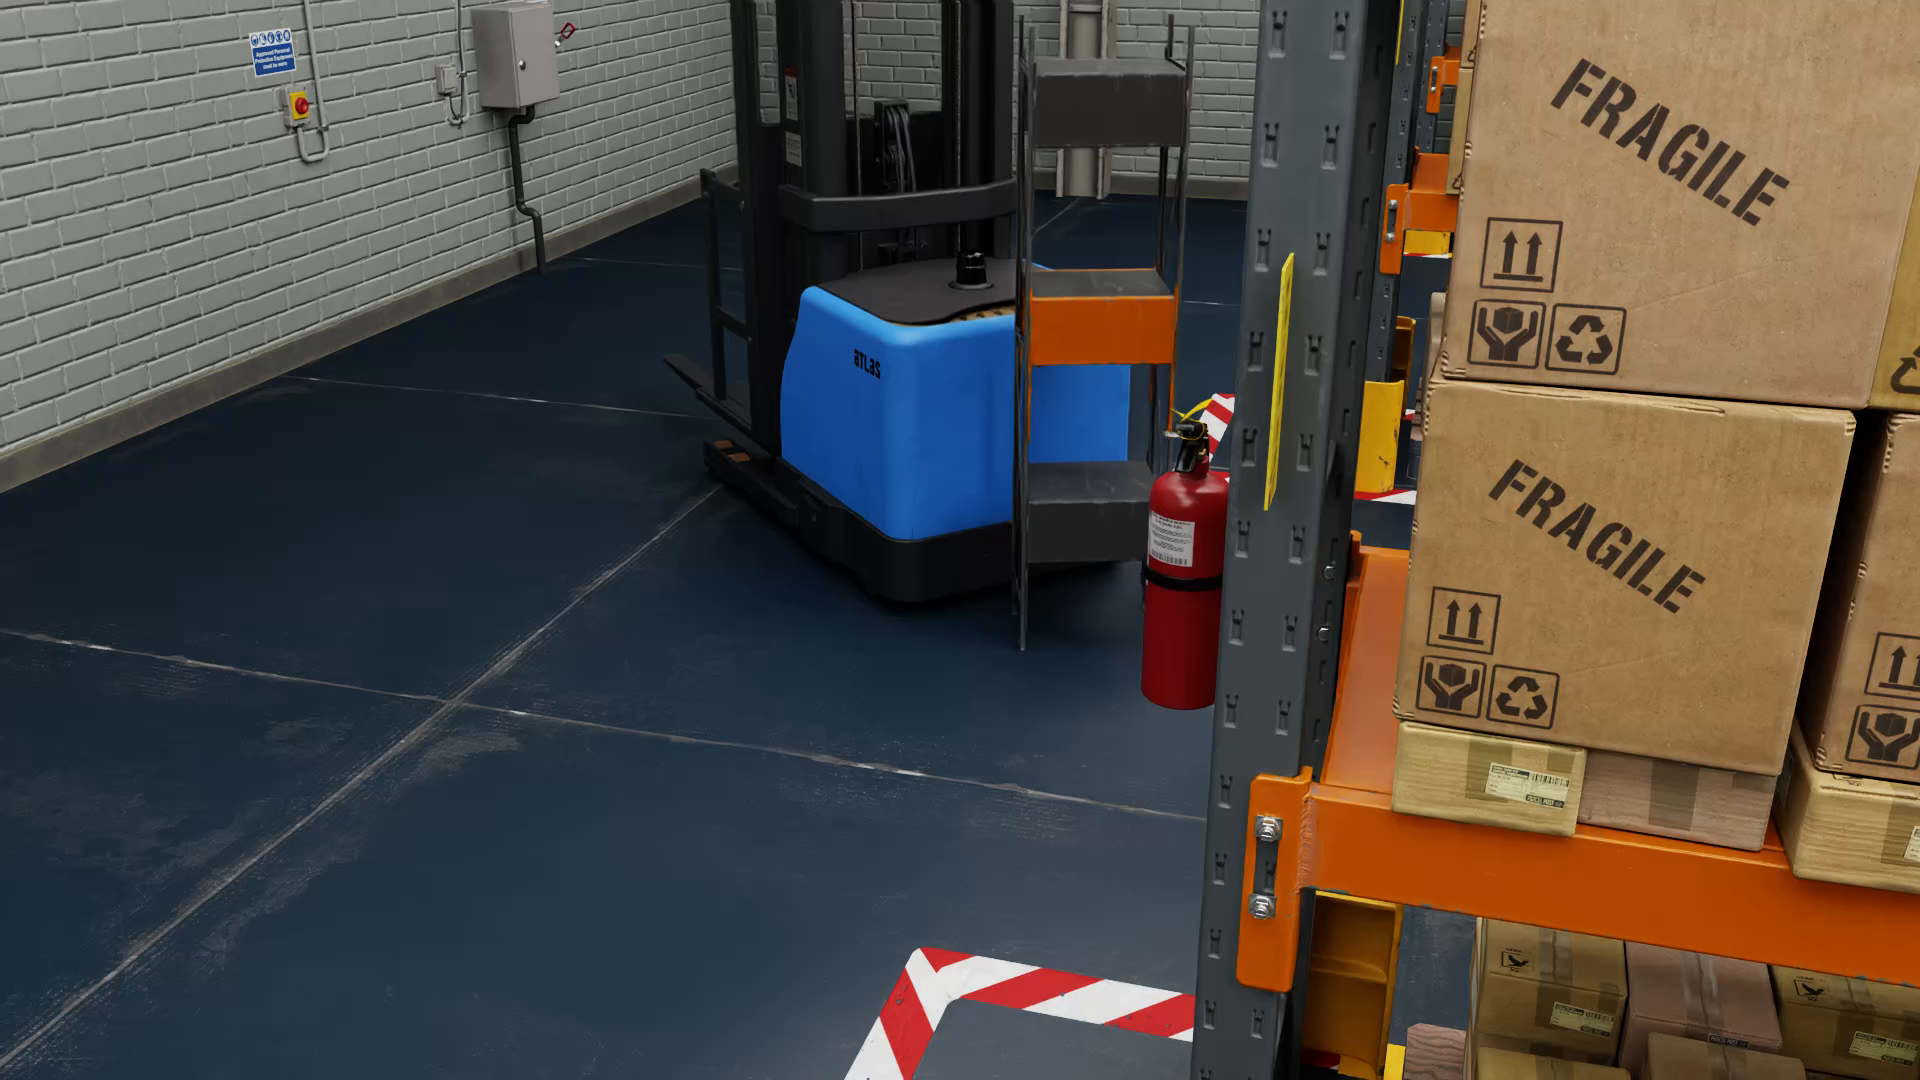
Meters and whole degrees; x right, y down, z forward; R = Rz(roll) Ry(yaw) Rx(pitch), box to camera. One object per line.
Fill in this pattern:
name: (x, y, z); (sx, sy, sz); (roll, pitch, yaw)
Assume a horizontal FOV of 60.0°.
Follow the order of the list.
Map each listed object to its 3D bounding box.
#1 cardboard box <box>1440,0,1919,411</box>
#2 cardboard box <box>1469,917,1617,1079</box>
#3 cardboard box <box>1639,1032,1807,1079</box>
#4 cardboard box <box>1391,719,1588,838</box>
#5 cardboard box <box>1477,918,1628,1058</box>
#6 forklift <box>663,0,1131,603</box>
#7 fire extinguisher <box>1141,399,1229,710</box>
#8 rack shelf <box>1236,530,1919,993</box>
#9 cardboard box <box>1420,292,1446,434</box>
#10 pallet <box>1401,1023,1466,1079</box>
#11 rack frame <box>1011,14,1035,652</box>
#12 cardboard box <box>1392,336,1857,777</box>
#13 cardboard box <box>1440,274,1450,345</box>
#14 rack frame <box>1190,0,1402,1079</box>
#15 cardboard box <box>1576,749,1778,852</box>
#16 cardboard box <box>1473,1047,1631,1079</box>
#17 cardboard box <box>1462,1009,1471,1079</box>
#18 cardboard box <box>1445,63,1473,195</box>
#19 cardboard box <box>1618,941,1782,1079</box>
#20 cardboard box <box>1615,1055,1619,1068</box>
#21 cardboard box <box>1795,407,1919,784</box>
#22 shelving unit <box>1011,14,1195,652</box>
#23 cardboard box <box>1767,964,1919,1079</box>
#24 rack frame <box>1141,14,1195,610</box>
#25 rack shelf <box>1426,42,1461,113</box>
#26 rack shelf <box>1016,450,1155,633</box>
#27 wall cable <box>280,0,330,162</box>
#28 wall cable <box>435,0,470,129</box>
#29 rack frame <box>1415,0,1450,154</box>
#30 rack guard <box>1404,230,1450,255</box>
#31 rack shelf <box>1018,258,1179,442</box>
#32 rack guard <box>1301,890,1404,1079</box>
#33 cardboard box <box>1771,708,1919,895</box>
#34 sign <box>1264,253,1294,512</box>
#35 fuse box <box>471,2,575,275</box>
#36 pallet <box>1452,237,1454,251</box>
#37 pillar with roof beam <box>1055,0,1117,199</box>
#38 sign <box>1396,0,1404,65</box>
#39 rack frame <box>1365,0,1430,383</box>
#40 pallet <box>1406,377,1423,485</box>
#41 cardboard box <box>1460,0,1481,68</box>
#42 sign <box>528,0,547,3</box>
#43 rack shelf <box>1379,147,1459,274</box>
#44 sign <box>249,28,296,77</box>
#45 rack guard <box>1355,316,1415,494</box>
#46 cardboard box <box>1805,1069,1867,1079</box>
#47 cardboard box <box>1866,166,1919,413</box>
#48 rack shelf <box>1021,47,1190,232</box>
cardboard box: (0.928, -0.503, 2.202); (0.500, 0.500, 0.500); (6, 23, 15)
cardboard box: (1.162, 0.939, 3.339); (0.250, 0.149, 0.380); (6, 23, 14)
cardboard box: (1.277, 1.015, 2.763); (0.250, 0.149, 0.380); (7, 23, 16)
cardboard box: (0.790, 0.269, 2.493); (0.250, 0.149, 0.380); (6, 23, 15)
cardboard box: (1.155, 0.813, 3.254); (0.250, 0.149, 0.380); (7, 23, 16)
forklift: (-0.494, -1.647, 6.923); (1.130, 2.935, 3.031); (-12, 25, -26)
fire extinguisher: (0.467, 0.011, 3.384); (0.183, 0.674, 0.296); (7, 23, 16)
rack shelf: (2.489, 0.550, 2.424); (4.000, 0.370, 1.077); (7, 23, 16)
cardboard box: (2.568, -0.784, 7.552); (0.875, 0.438, 0.875); (6, 23, 14)
pallet: (1.415, 1.398, 3.083); (1.213, 0.211, 1.003); (7, 23, 16)
rack frame: (0.209, -0.655, 5.601); (0.015, 2.100, 0.400); (-1, 22, -3)
cardboard box: (0.924, -0.036, 2.382); (0.500, 0.500, 0.500); (8, 24, 18)
cardboard box: (1.079, -0.230, 2.855); (0.500, 0.500, 0.500); (7, 23, 17)
rack frame: (0.574, -0.002, 2.822); (0.127, 3.000, 1.000); (7, 23, 16)
cardboard box: (1.046, 0.282, 2.462); (0.250, 0.149, 0.380); (7, 23, 17)
cardboard box: (0.978, 1.028, 2.730); (0.250, 0.149, 0.380); (5, 23, 13)
cardboard box: (1.139, 1.105, 3.328); (0.250, 0.149, 0.380); (7, 23, 16)
cardboard box: (2.284, -1.701, 6.832); (0.500, 0.500, 0.500); (6, 23, 15)
cardboard box: (1.378, 0.862, 3.136); (0.250, 0.149, 0.380); (7, 23, 17)
cardboard box: (1.397, 0.988, 3.221); (0.250, 0.149, 0.380); (6, 23, 14)
cardboard box: (1.444, 0.013, 2.262); (0.500, 0.500, 0.500); (7, 23, 16)
shelving unit: (0.452, -0.660, 5.613); (0.503, 2.100, 0.431); (-1, 22, -3)
cardboard box: (1.663, 0.844, 3.179); (0.250, 0.149, 0.380); (6, 23, 14)
rack frame: (0.696, -0.665, 5.625); (0.015, 2.100, 0.400); (-1, 22, -3)
rack shelf: (5.253, -3.063, 11.233); (4.000, 0.370, 1.077); (7, 23, 16)
rack shelf: (0.452, 0.000, 5.884); (0.480, 0.518, 0.431); (-1, 22, -3)
wall cable: (-3.498, -2.906, 8.521); (0.123, 1.953, 0.585); (7, 23, 16)
wall cable: (-3.099, -3.408, 9.786); (0.122, 1.984, 0.588); (7, 23, 16)
rack frame: (3.338, -3.615, 11.631); (0.127, 3.000, 1.000); (7, 23, 16)
rack guard: (3.411, -2.451, 12.085); (0.348, 0.500, 1.175); (7, 23, 16)
rack shelf: (0.452, -0.648, 5.618); (0.480, 0.518, 0.431); (-1, 22, -3)
rack guard: (0.647, 1.163, 3.276); (0.348, 0.500, 1.175); (7, 23, 16)
cardboard box: (1.288, 0.331, 2.342); (0.250, 0.149, 0.380); (6, 23, 14)
sign: (0.418, -0.205, 2.177); (0.005, 0.325, 0.100); (7, 23, 16)
fuse box: (-2.751, -2.572, 10.786); (0.414, 1.711, 0.539); (7, 23, 16)
pallet: (4.174, -2.230, 11.928); (1.213, 0.211, 1.003); (7, 23, 16)
pillar with roof beam: (-0.227, -5.450, 8.198); (0.400, 9.000, 9.100); (7, 23, 16)
sign: (1.742, -2.048, 6.564); (0.005, 0.325, 0.100); (7, 23, 16)
rack frame: (1.908, -1.811, 7.234); (0.127, 3.000, 1.000); (7, 23, 16)
pallet: (2.696, -0.462, 7.619); (1.213, 0.211, 1.003); (7, 23, 16)
cardboard box: (2.285, -2.164, 6.644); (0.500, 0.500, 0.500); (6, 23, 14)
sign: (-2.807, -3.327, 11.052); (0.001, 0.494, 0.329); (7, 23, 16)
rack shelf: (3.822, -1.259, 6.836); (4.000, 0.370, 1.077); (7, 23, 16)
sign: (-3.570, -2.535, 8.642); (0.001, 0.218, 0.327); (7, 23, 16)
rack guard: (1.885, -0.658, 7.714); (0.348, 0.500, 1.175); (7, 23, 16)
cardboard box: (1.660, 0.996, 3.201); (0.250, 0.149, 0.380); (6, 23, 13)
cardboard box: (1.413, -0.450, 2.073); (0.500, 0.500, 0.500); (7, 23, 17)
rack shelf: (0.452, -1.295, 5.353); (0.480, 0.518, 0.431); (-1, 22, -3)
